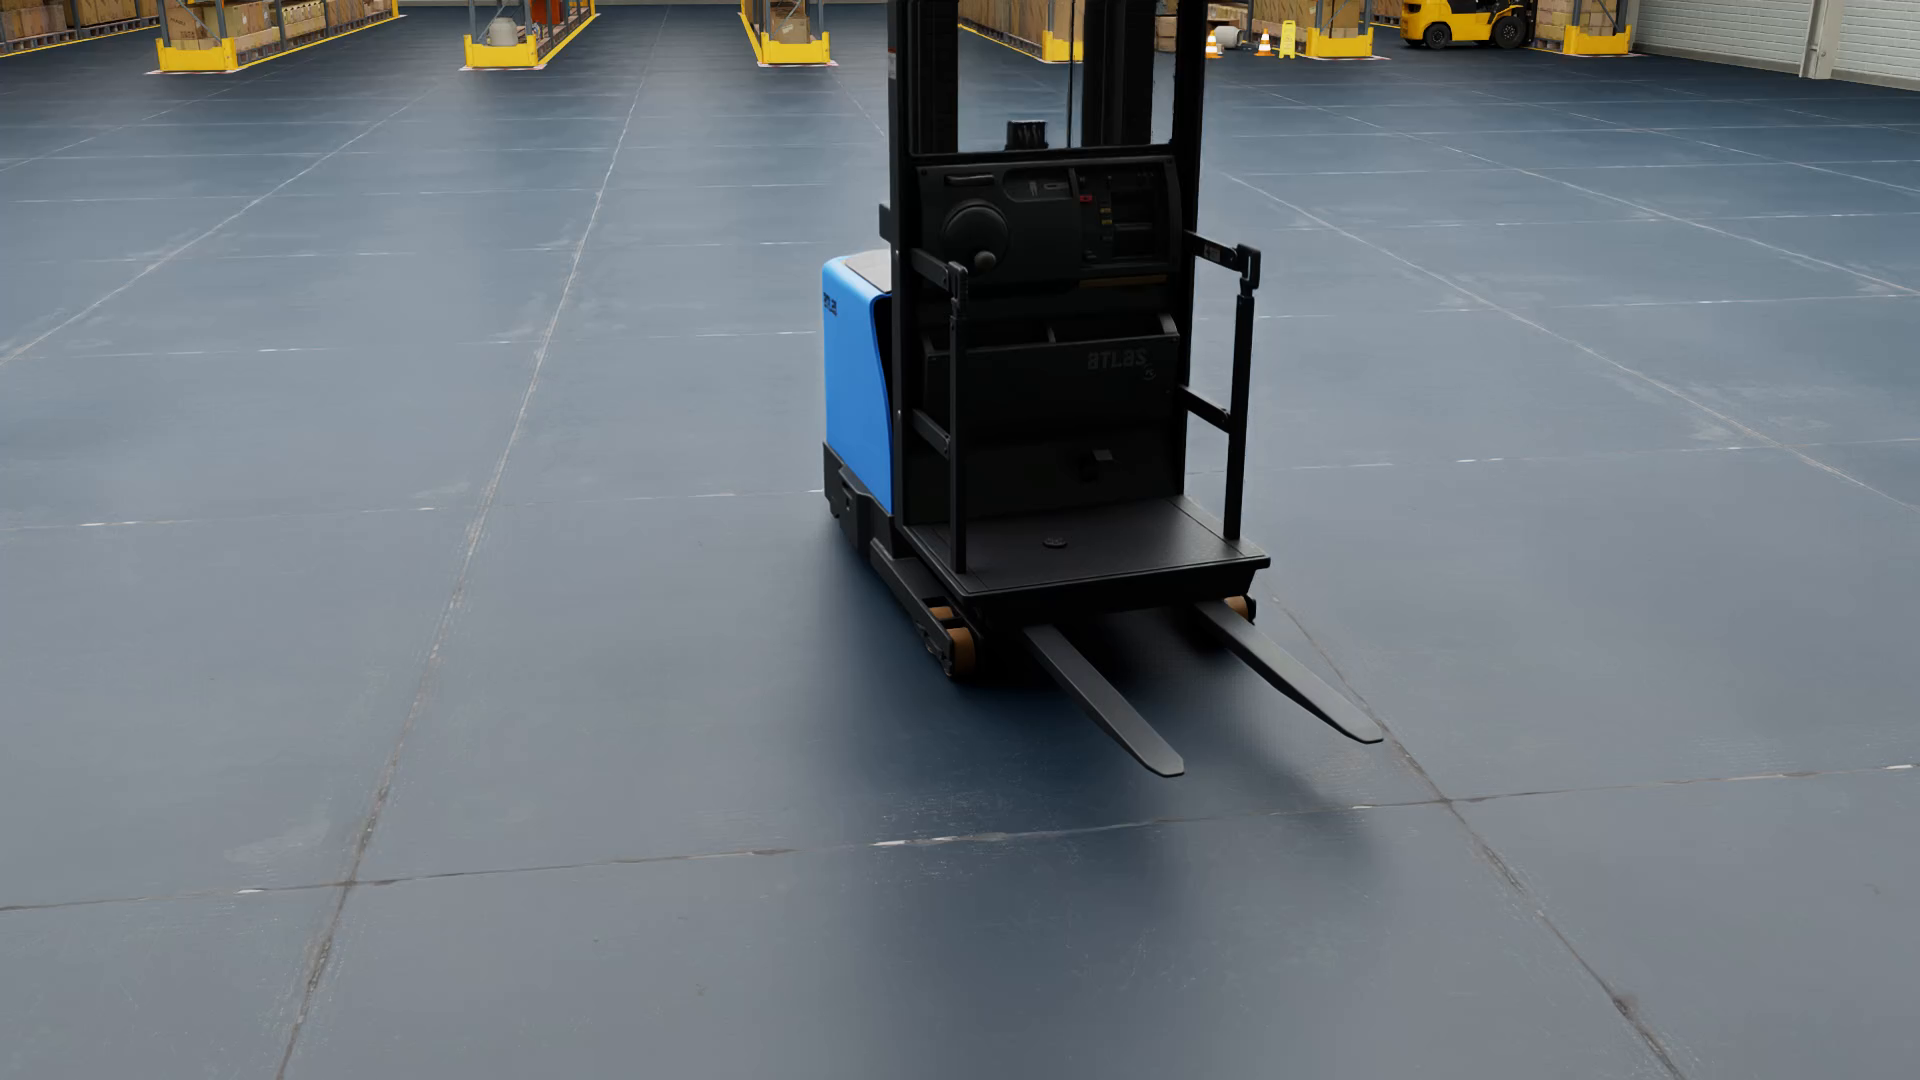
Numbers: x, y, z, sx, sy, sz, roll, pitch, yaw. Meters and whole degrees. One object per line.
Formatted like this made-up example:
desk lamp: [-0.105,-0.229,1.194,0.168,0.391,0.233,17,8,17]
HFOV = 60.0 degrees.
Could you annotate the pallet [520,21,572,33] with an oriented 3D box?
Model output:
pallet: [-9.073,-11.231,36.484,1.003,0.211,1.213,-3,21,-8]

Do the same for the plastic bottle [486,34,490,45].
plastic bottle: [-8.464,-9.005,29.911,0.097,0.201,0.097,0,20,0]

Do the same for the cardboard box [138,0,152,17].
cardboard box: [-19.305,-12.441,38.712,0.700,0.500,0.500,-3,21,-7]

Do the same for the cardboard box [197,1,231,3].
cardboard box: [-13.343,-9.370,29.775,0.500,0.500,0.500,-3,21,-8]

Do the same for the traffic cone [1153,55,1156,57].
traffic cone: [3.387,-9.028,30.228,0.336,0.463,0.334,-3,21,-8]

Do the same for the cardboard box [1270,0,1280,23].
cardboard box: [6.346,-10.309,32.287,0.500,0.500,0.500,-2,21,-5]

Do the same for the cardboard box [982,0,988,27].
cardboard box: [1.034,-11.356,35.449,1.050,0.750,0.750,-3,21,-7]

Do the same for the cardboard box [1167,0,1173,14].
cardboard box: [5.519,-13.079,39.884,0.875,0.875,0.875,-2,21,-6]

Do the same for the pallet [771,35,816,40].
pallet: [-3.309,-9.594,32.102,1.003,0.211,1.213,-3,21,-8]

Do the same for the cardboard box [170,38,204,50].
cardboard box: [-13.037,-8.327,28.054,0.500,0.250,0.500,-3,21,-8]

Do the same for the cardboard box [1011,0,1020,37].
cardboard box: [1.504,-10.326,32.514,0.875,0.875,0.875,-3,21,-7]

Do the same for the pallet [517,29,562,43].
pallet: [-8.672,-10.268,33.907,1.003,0.211,1.213,-3,21,-8]

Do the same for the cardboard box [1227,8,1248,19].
cardboard box: [6.181,-11.027,35.108,0.950,0.372,0.625,-2,21,-4]

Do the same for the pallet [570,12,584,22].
pallet: [-9.639,-12.597,40.143,1.003,0.211,1.213,-3,21,-8]

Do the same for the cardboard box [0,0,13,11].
cardboard box: [-18.335,-10.174,31.542,0.500,0.250,0.500,-3,21,-9]

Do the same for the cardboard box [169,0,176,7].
cardboard box: [-19.603,-13.152,40.614,0.700,0.500,0.500,-3,21,-8]

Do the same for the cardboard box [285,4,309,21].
cardboard box: [-13.280,-10.492,33.049,0.500,0.311,0.500,-2,21,-6]

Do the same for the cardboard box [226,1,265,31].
cardboard box: [-12.824,-9.397,29.845,0.500,0.500,0.500,-3,21,-8]

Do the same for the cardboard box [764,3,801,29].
cardboard box: [-3.639,-10.740,34.127,0.700,0.500,0.500,-5,21,-12]

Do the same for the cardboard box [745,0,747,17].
cardboard box: [-4.352,-12.572,38.527,1.225,0.875,0.875,-4,21,-10]

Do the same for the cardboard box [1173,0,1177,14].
cardboard box: [4.609,-10.714,33.607,0.500,0.500,0.500,-3,21,-8]

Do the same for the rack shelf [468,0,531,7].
rack shelf: [-8.053,-9.852,29.835,1.077,0.370,4.000,-3,21,-8]

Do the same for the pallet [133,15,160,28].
pallet: [-19.331,-12.112,38.844,1.003,0.211,1.213,-3,21,-8]

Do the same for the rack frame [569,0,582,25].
rack frame: [-9.495,-13.651,38.979,1.000,3.000,0.127,-3,21,-8]

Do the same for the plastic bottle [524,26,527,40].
plastic bottle: [-8.079,-9.520,31.183,0.152,0.276,0.135,-3,21,-8]

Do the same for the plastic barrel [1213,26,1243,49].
plastic barrel: [5.147,-9.678,32.023,0.512,0.421,0.421,12,24,30]

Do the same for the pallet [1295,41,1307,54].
pallet: [6.850,-9.249,31.178,1.003,0.211,1.213,-3,21,-8]

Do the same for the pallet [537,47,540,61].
pallet: [-7.934,-8.496,29.161,1.003,0.211,1.213,-3,21,-8]

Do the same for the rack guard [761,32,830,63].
rack guard: [-2.875,-8.601,29.031,1.175,0.500,0.348,-3,21,-8]

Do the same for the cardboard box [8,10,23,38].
cardboard box: [-18.392,-9.847,31.738,0.700,0.500,0.500,-3,21,-9]

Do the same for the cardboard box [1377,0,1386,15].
cardboard box: [10.287,-12.784,39.629,0.500,0.500,0.500,-2,21,-5]

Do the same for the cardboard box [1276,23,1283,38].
cardboard box: [6.412,-9.782,31.948,0.500,0.250,0.500,-4,21,-10]

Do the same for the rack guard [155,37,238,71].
rack guard: [-12.664,-8.069,27.604,1.175,0.500,0.348,-3,21,-8]

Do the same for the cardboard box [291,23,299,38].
cardboard box: [-13.129,-9.871,32.186,0.500,0.250,0.500,-2,21,-6]

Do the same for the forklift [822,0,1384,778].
forklift: [0.378,-1.078,5.412,1.130,2.935,3.031,-7,21,-17]

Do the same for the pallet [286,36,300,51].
pallet: [-13.389,-9.580,32.063,1.003,0.211,1.213,-3,21,-8]

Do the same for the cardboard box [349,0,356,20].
cardboard box: [-13.908,-11.936,37.331,0.500,0.500,0.500,-3,21,-7]

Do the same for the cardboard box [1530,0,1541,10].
cardboard box: [11.317,-10.369,32.092,0.500,0.250,0.500,-3,21,-7]

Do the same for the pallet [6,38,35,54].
pallet: [-18.259,-9.345,31.434,1.003,0.211,1.213,-3,21,-8]

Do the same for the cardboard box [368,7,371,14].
cardboard box: [-14.378,-12.737,39.951,0.380,0.166,0.250,-3,21,-8]

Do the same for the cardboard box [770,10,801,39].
cardboard box: [-3.332,-9.818,31.689,0.500,0.500,0.500,4,21,9]

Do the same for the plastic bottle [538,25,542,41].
plastic bottle: [-7.871,-9.486,31.080,0.061,0.283,0.133,-2,21,-4]

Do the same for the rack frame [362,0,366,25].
rack frame: [-14.397,-13.403,38.313,1.000,3.000,0.127,-3,21,-8]

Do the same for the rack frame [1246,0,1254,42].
rack frame: [6.366,-11.631,33.570,1.000,3.000,0.127,-3,21,-8]

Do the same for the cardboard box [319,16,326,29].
cardboard box: [-13.503,-10.756,34.558,0.500,0.250,0.500,-2,21,-6]

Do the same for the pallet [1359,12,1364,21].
pallet: [10.279,-13.066,41.399,1.003,0.211,1.213,-3,21,-8]

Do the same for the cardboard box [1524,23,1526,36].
cardboard box: [11.251,-10.078,32.742,0.500,0.250,0.500,-2,21,-6]

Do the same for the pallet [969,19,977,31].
pallet: [0.794,-11.696,37.728,1.003,0.211,1.213,-3,21,-8]

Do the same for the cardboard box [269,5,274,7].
cardboard box: [-13.806,-10.457,32.954,0.500,0.311,0.500,-3,21,-8]

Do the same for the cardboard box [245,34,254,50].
cardboard box: [-12.672,-8.699,29.051,0.500,0.250,0.500,-3,21,-8]

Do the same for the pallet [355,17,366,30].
pallet: [-14.242,-11.817,38.052,1.003,0.211,1.213,-3,21,-8]

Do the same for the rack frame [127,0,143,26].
rack frame: [-19.299,-13.151,37.641,1.000,3.000,0.127,-3,21,-8]

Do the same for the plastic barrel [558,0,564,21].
plastic barrel: [-9.169,-11.893,37.117,0.600,0.588,0.708,-3,21,-8]
